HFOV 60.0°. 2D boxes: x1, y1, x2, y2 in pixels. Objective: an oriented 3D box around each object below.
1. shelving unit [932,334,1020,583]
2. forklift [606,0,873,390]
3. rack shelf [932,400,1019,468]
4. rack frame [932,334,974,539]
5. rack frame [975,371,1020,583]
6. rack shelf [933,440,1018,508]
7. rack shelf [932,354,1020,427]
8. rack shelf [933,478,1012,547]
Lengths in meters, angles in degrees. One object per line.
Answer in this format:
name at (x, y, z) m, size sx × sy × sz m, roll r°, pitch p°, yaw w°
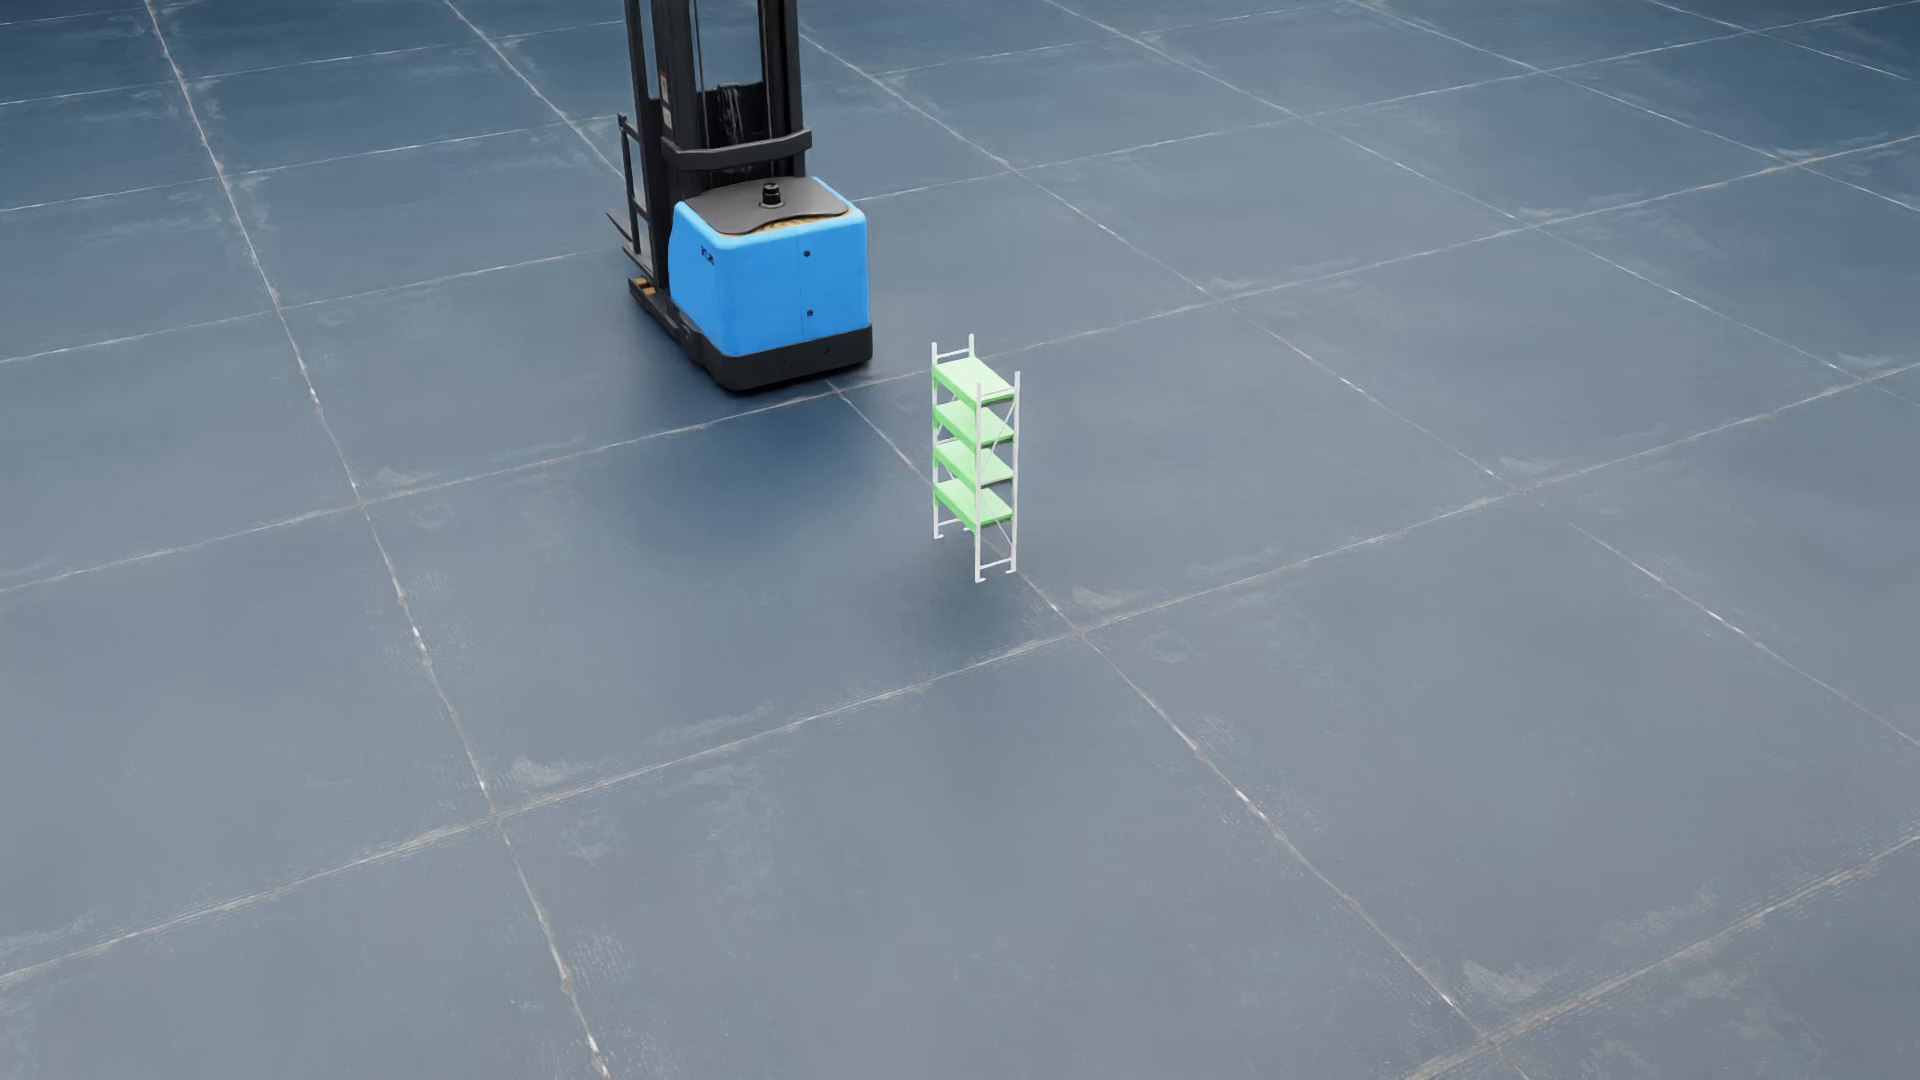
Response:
shelving unit at (0.077, -0.426, 8.803) m, size 0.258 × 1.200 × 0.503 m, roll -16°, pitch 36°, yaw -23°
forklift at (-1.718, -2.960, 11.153) m, size 1.130 × 2.935 × 3.031 m, roll -16°, pitch 36°, yaw -23°
rack shelf at (0.077, -0.574, 8.708) m, size 0.258 × 0.148 × 0.480 m, roll -16°, pitch 36°, yaw -23°
rack frame at (-0.037, -0.543, 8.985) m, size 0.240 × 1.200 × 0.015 m, roll -16°, pitch 36°, yaw -23°
rack frame at (0.191, -0.310, 8.621) m, size 0.240 × 1.200 × 0.015 m, roll -16°, pitch 36°, yaw -23°
rack shelf at (0.077, -0.372, 8.837) m, size 0.258 × 0.148 × 0.480 m, roll -16°, pitch 36°, yaw -23°
rack shelf at (0.077, -0.777, 8.579) m, size 0.258 × 0.148 × 0.480 m, roll -16°, pitch 36°, yaw -23°
rack shelf at (0.077, -0.170, 8.967) m, size 0.258 × 0.148 × 0.480 m, roll -16°, pitch 36°, yaw -23°
